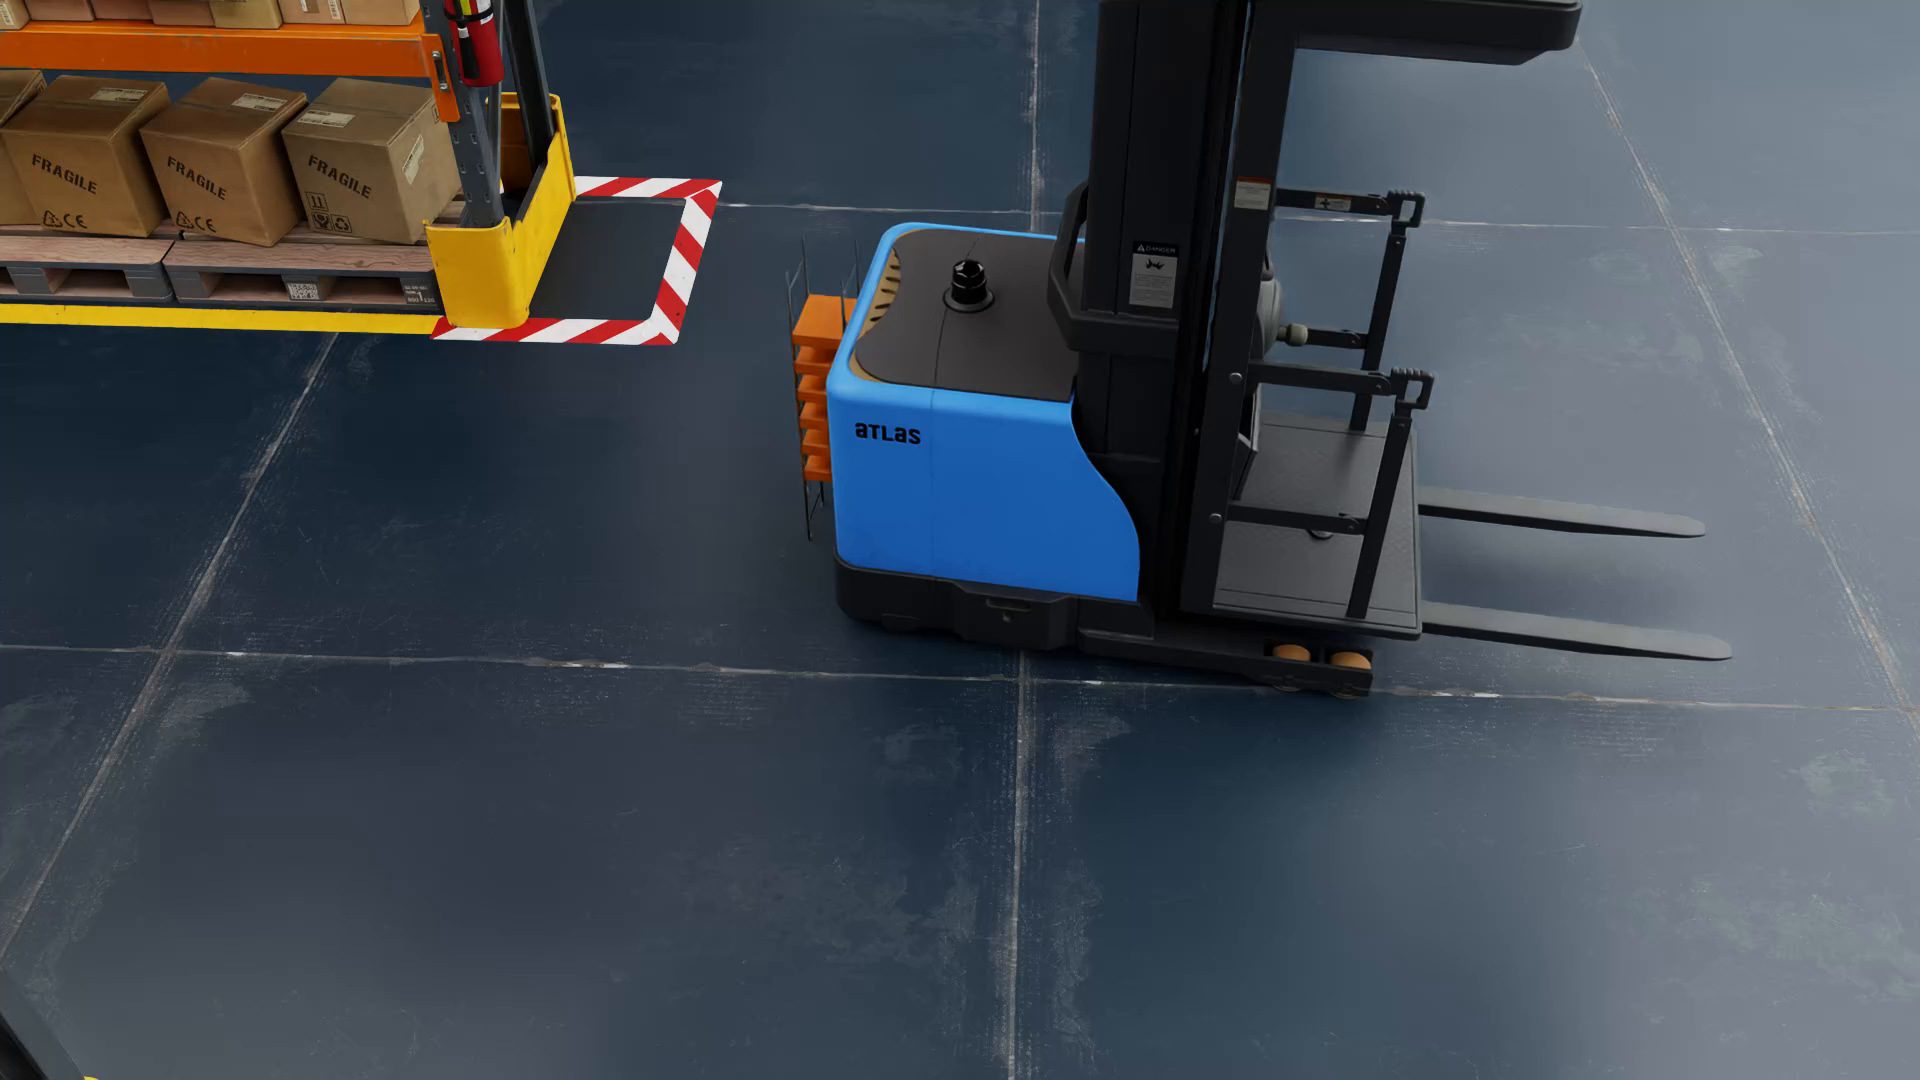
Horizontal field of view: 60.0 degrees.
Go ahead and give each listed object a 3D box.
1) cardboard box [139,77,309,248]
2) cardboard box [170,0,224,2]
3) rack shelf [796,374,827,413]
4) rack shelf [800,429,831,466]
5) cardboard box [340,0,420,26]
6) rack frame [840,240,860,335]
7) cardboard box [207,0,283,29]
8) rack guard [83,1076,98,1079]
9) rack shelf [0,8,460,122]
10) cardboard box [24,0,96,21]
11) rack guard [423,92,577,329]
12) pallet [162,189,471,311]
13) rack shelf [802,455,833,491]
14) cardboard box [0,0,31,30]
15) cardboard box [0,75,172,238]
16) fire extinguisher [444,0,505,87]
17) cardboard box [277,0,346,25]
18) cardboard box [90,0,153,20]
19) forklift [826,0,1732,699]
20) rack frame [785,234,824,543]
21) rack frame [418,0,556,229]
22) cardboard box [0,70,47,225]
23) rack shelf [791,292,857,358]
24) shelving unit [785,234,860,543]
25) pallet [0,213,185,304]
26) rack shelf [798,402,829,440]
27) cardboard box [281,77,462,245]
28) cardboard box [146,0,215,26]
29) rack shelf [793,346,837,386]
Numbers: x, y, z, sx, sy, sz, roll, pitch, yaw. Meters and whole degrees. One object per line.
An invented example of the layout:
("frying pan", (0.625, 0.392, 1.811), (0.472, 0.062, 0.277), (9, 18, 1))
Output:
("cardboard box", (-3.195, -1.680, 7.378), (0.500, 0.500, 0.500), (12, 44, 13))
("cardboard box", (-3.026, -2.530, 6.473), (0.500, 0.500, 0.875), (2, 43, 2))
("rack shelf", (-0.457, -0.553, 5.853), (0.180, 0.103, 0.258), (7, 43, 7))
("rack shelf", (-0.457, -0.377, 6.016), (0.180, 0.103, 0.258), (7, 43, 7))
("cardboard box", (-2.267, -2.191, 6.586), (0.250, 0.149, 0.380), (2, 43, 2))
("rack frame", (-0.367, -0.487, 5.892), (0.006, 1.200, 0.240), (7, 43, 7))
("cardboard box", (-2.769, -2.172, 6.565), (0.250, 0.149, 0.380), (2, 43, 2))
("rack guard", (-2.274, 1.902, 3.841), (0.348, 0.500, 1.175), (2, 43, 2))
("rack shelf", (-3.971, -2.213, 6.953), (4.000, 0.370, 1.077), (2, 43, 2))
("cardboard box", (-3.516, -2.218, 6.615), (0.250, 0.149, 0.380), (2, 43, 2))
("rack guard", (-2.049, -1.503, 7.496), (0.348, 0.500, 1.175), (2, 43, 2))
("pallet", (-2.859, -1.446, 7.647), (1.213, 0.211, 1.003), (2, 43, 2))
("rack shelf", (-0.457, -0.290, 6.098), (0.180, 0.103, 0.258), (7, 43, 7))
("cardboard box", (-3.770, -2.166, 6.558), (0.250, 0.149, 0.380), (2, 43, 2))
("cardboard box", (-3.819, -1.712, 7.412), (0.500, 0.500, 0.500), (5, 43, 6))
("fire extinguisher", (-1.879, -2.069, 6.327), (0.183, 0.674, 0.296), (2, 43, 2))
("cardboard box", (-2.517, -2.199, 6.594), (0.250, 0.149, 0.380), (2, 43, 2))
("cardboard box", (-3.266, -2.226, 6.623), (0.250, 0.149, 0.380), (2, 43, 2))
("forklift", (1.127, -0.926, 5.094), (3.031, 2.935, 1.130), (7, 43, 7))
("rack frame", (-0.547, -0.509, 5.916), (0.006, 1.200, 0.240), (7, 43, 7))
("rack frame", (-1.973, -2.415, 6.642), (0.127, 3.000, 1.000), (2, 43, 2))
("cardboard box", (-4.375, -1.759, 7.464), (0.500, 0.500, 0.500), (-2, 43, -2))
("rack shelf", (-0.457, -0.729, 5.689), (0.180, 0.103, 0.258), (7, 43, 7))
("shelving unit", (-0.457, -0.498, 5.904), (0.189, 1.200, 0.258), (7, 43, 7))
("pallet", (-4.074, -1.485, 7.689), (1.213, 0.211, 1.003), (2, 43, 2))
("rack shelf", (-0.457, -0.465, 5.934), (0.180, 0.103, 0.258), (7, 43, 7))
("cardboard box", (-2.596, -1.684, 7.383), (0.500, 0.500, 0.500), (9, 44, 10))
("cardboard box", (-3.018, -2.190, 6.585), (0.250, 0.149, 0.380), (2, 43, 2))
("rack shelf", (-0.457, -0.641, 5.771), (0.180, 0.103, 0.258), (7, 43, 7))
